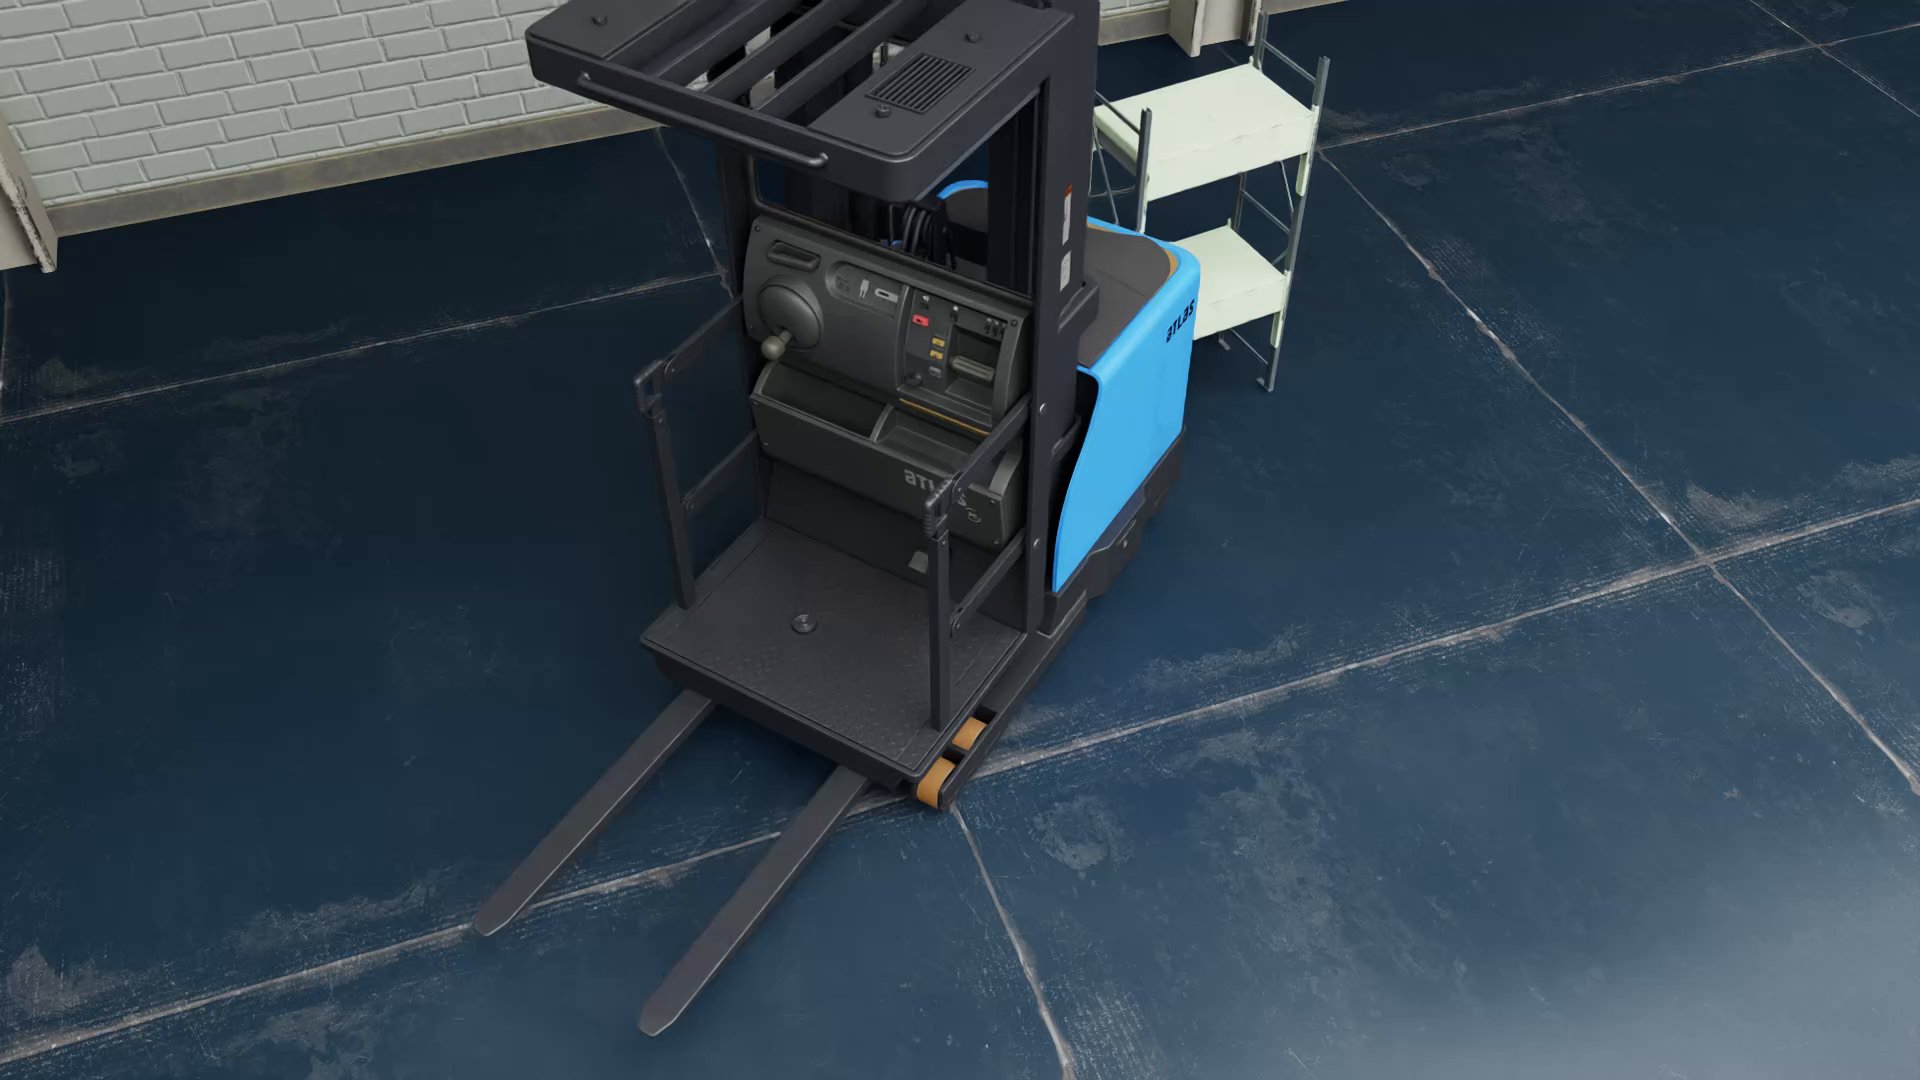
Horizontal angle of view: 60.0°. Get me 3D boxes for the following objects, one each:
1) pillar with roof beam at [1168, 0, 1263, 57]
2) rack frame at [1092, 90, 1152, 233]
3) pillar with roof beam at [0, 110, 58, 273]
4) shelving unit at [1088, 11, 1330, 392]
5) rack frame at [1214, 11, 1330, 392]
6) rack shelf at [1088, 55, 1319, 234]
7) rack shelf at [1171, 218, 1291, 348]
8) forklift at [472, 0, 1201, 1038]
[{"bbox_3d":[2.814,-3.014,2.900,0.400,9.000,9.100,-14,47,-14],"label":"pillar with roof beam"},{"bbox_3d":[0.541,-1.025,6.213,0.023,1.500,0.400,-20,49,-19],"label":"rack frame"},{"bbox_3d":[-2.829,-1.571,1.462,0.400,9.000,9.100,-14,47,-14],"label":"pillar with roof beam"},{"bbox_3d":[0.865,-1.146,6.334,0.755,1.500,0.431,-20,49,-19],"label":"shelving unit"},{"bbox_3d":[1.189,-1.267,6.454,0.023,1.500,0.400,-20,49,-19],"label":"rack frame"},{"bbox_3d":[0.865,-1.422,6.057,0.720,0.370,0.431,-20,49,-19],"label":"rack shelf"},{"bbox_3d":[0.865,-0.916,6.564,0.720,0.370,0.431,-20,49,-19],"label":"rack shelf"},{"bbox_3d":[-0.347,-0.548,4.727,1.130,2.935,3.031,23,50,21],"label":"forklift"}]
